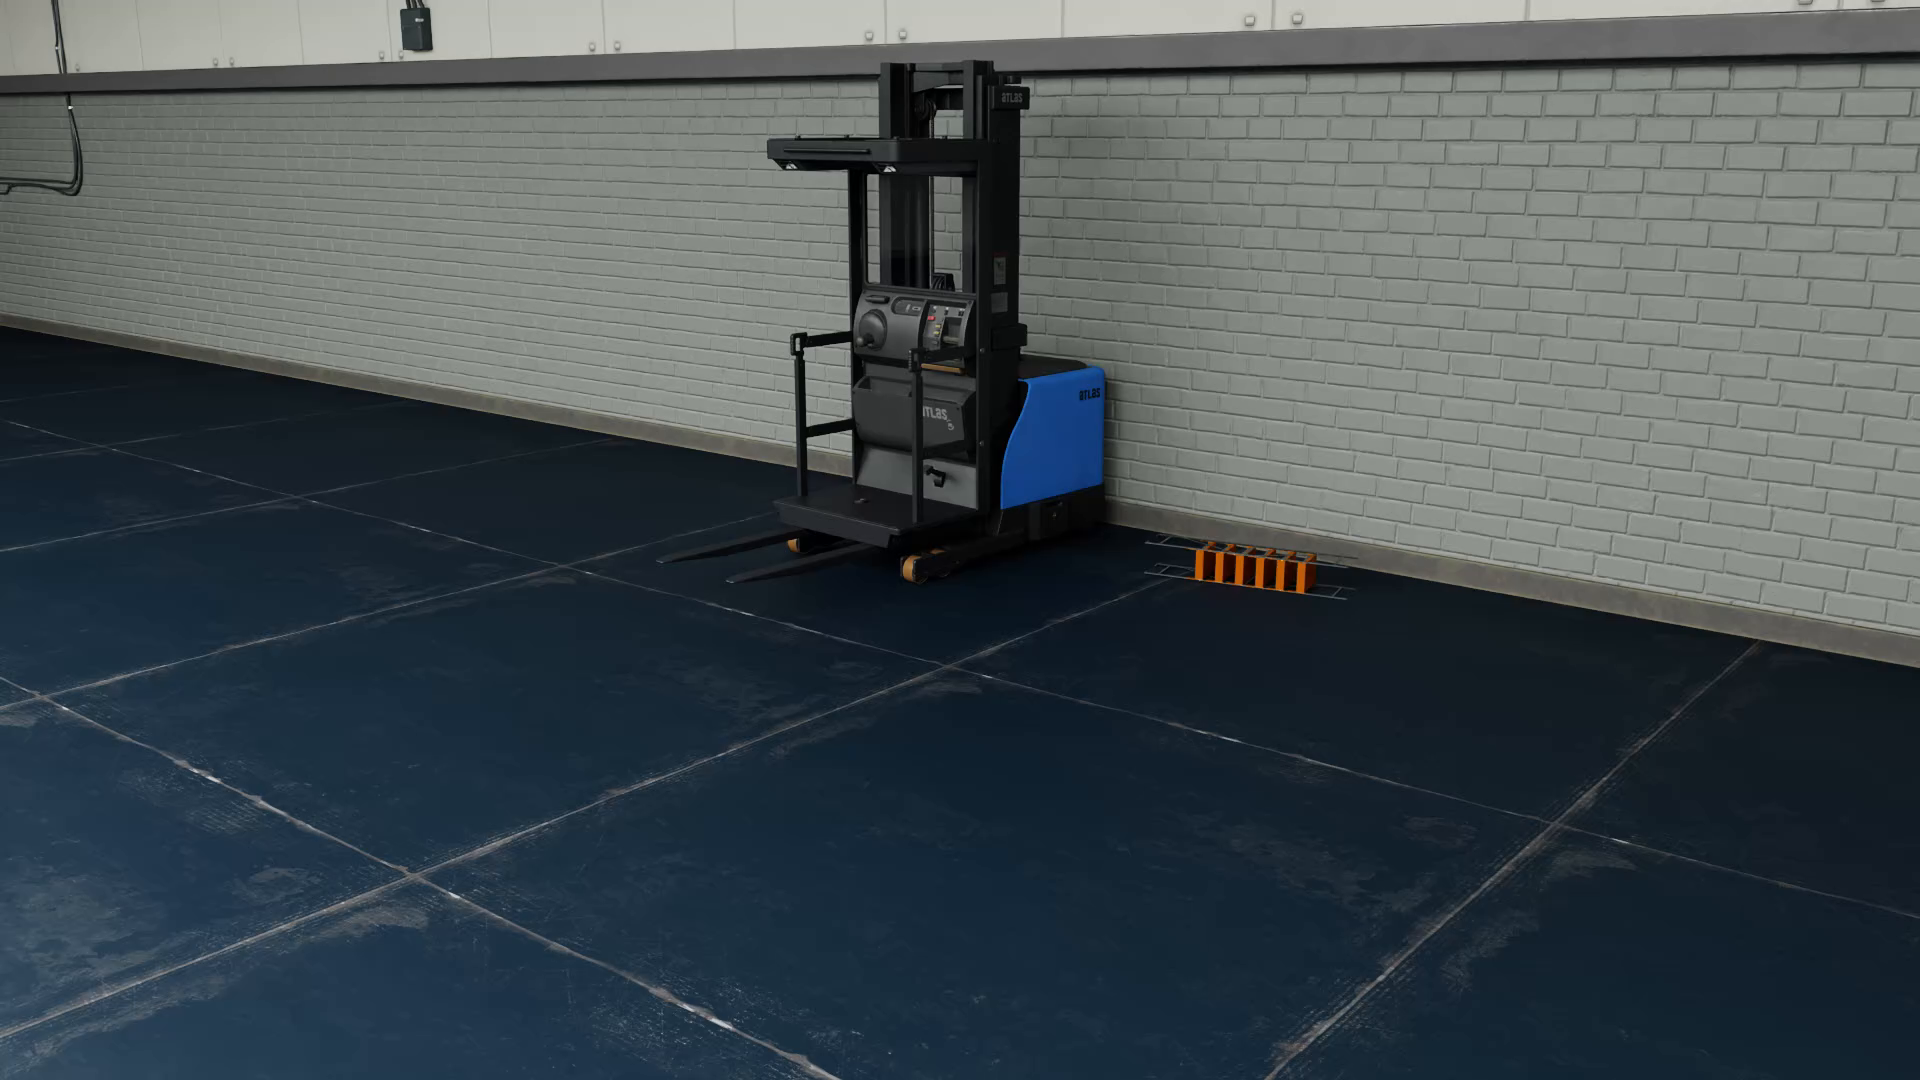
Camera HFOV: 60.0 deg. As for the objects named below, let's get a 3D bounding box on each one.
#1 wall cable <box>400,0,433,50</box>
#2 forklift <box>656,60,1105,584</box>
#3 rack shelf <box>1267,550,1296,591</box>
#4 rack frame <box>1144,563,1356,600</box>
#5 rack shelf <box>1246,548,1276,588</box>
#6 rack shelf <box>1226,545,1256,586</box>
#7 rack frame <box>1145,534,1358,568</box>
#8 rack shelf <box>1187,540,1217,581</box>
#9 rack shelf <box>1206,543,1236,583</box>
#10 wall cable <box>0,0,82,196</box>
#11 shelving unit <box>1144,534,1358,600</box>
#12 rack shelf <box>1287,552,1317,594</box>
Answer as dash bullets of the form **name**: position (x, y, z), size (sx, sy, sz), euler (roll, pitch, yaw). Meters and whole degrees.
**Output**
- **wall cable**: position (-4.056, -7.111, 13.432), size (2.305, 6.003, 0.169), euler (11, 18, 38)
- **forklift**: position (-0.425, -1.308, 9.818), size (1.130, 2.935, 3.031), euler (13, 19, 41)
- **rack shelf**: position (1.852, 0.171, 9.556), size (0.103, 0.180, 0.258), euler (7, 16, 26)
- **rack frame**: position (1.676, 0.237, 9.663), size (1.200, 0.006, 0.240), euler (7, 16, 26)
- **rack shelf**: position (1.745, 0.157, 9.607), size (0.103, 0.180, 0.258), euler (7, 16, 26)
- **rack shelf**: position (1.637, 0.143, 9.659), size (0.103, 0.180, 0.258), euler (7, 16, 26)
- **rack frame**: position (1.677, 0.060, 9.617), size (1.200, 0.006, 0.240), euler (7, 16, 26)
- **rack shelf**: position (1.422, 0.116, 9.763), size (0.103, 0.180, 0.258), euler (7, 16, 26)
- **rack shelf**: position (1.530, 0.130, 9.711), size (0.103, 0.180, 0.258), euler (7, 16, 26)
- **wall cable**: position (-11.430, -5.430, 20.028), size (3.097, 2.526, 0.112), euler (11, 18, 38)
- **shelving unit**: position (1.677, 0.149, 9.640), size (1.200, 0.189, 0.258), euler (7, 16, 26)
- **rack shelf**: position (1.959, 0.185, 9.504), size (0.103, 0.180, 0.258), euler (7, 16, 26)
